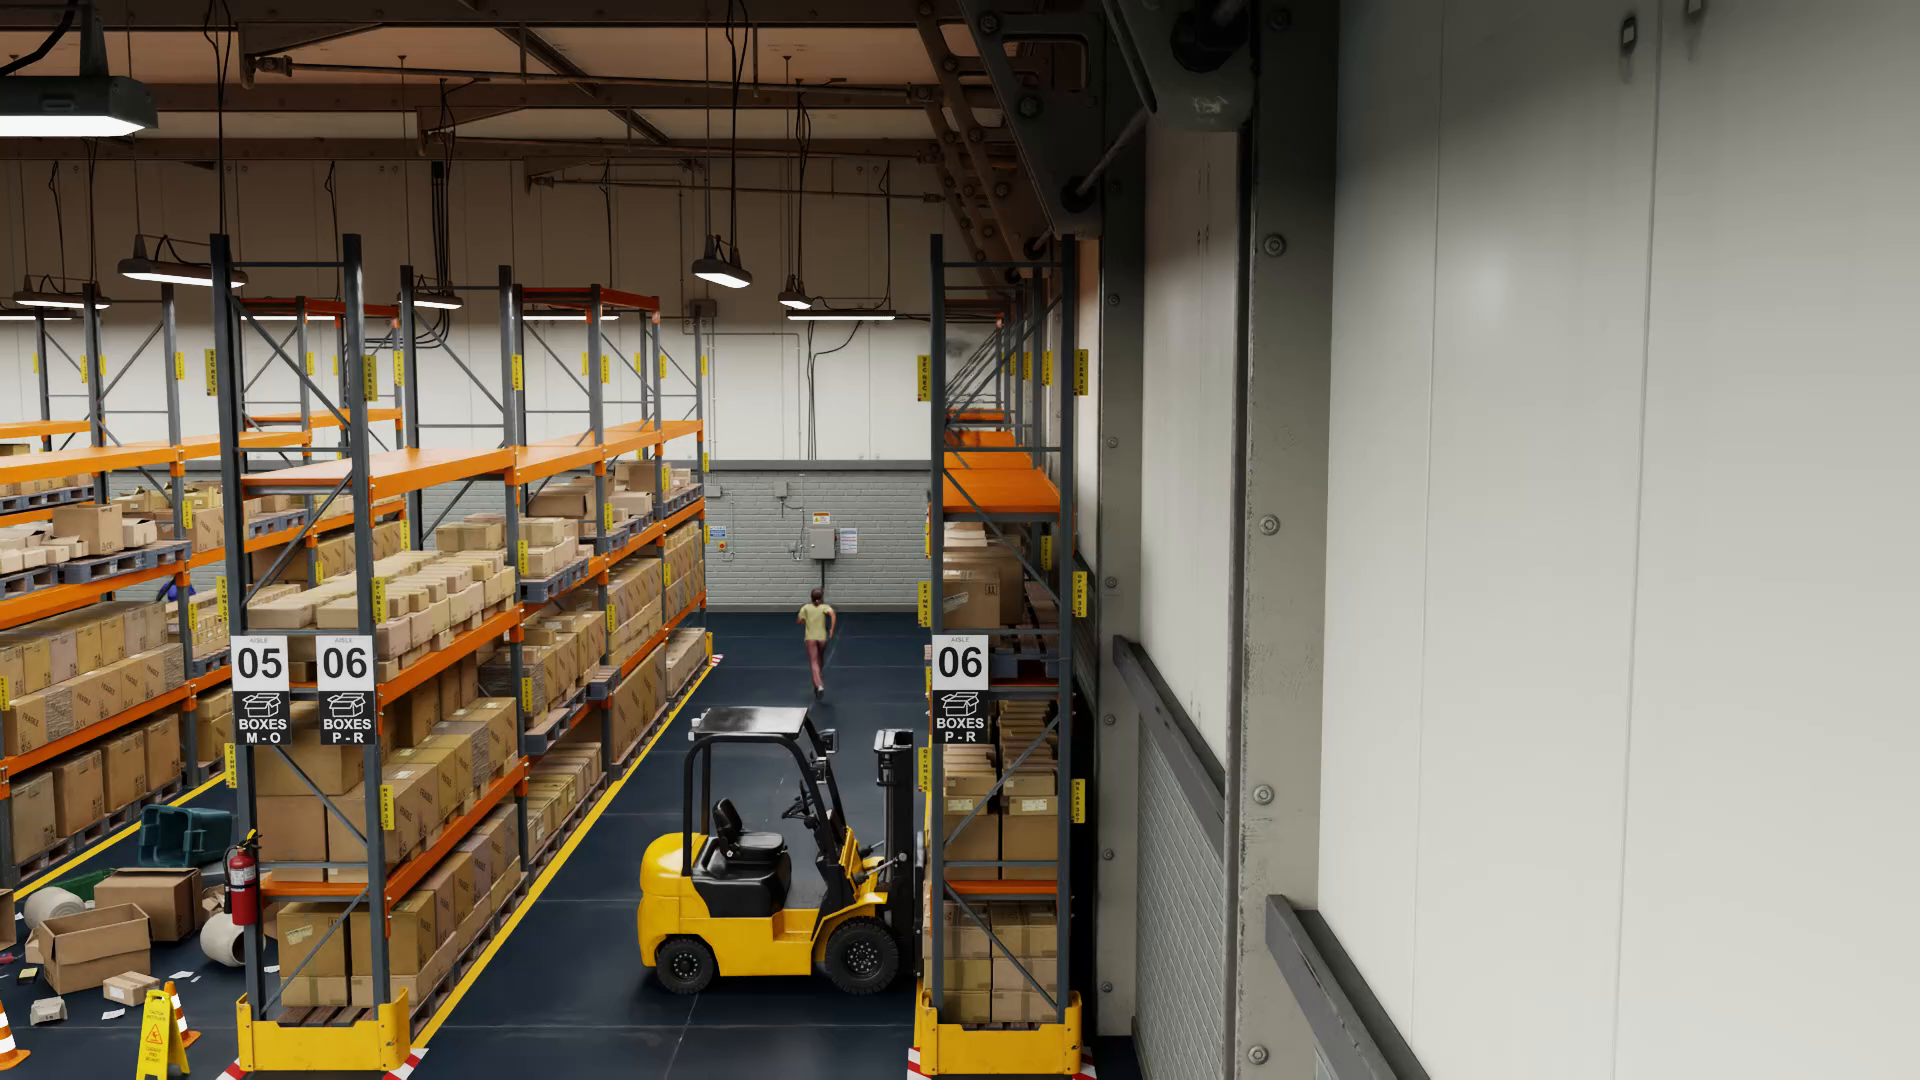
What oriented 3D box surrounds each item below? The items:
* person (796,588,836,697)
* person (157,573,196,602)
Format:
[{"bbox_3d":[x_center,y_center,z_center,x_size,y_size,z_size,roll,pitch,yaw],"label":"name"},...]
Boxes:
[{"bbox_3d":[-2.158,1.590,25.069,0.579,1.674,1.016,-1,6,-13],"label":"person"},{"bbox_3d":[-13.077,1.297,27.840,0.614,1.674,0.798,-4,8,-33],"label":"person"}]
